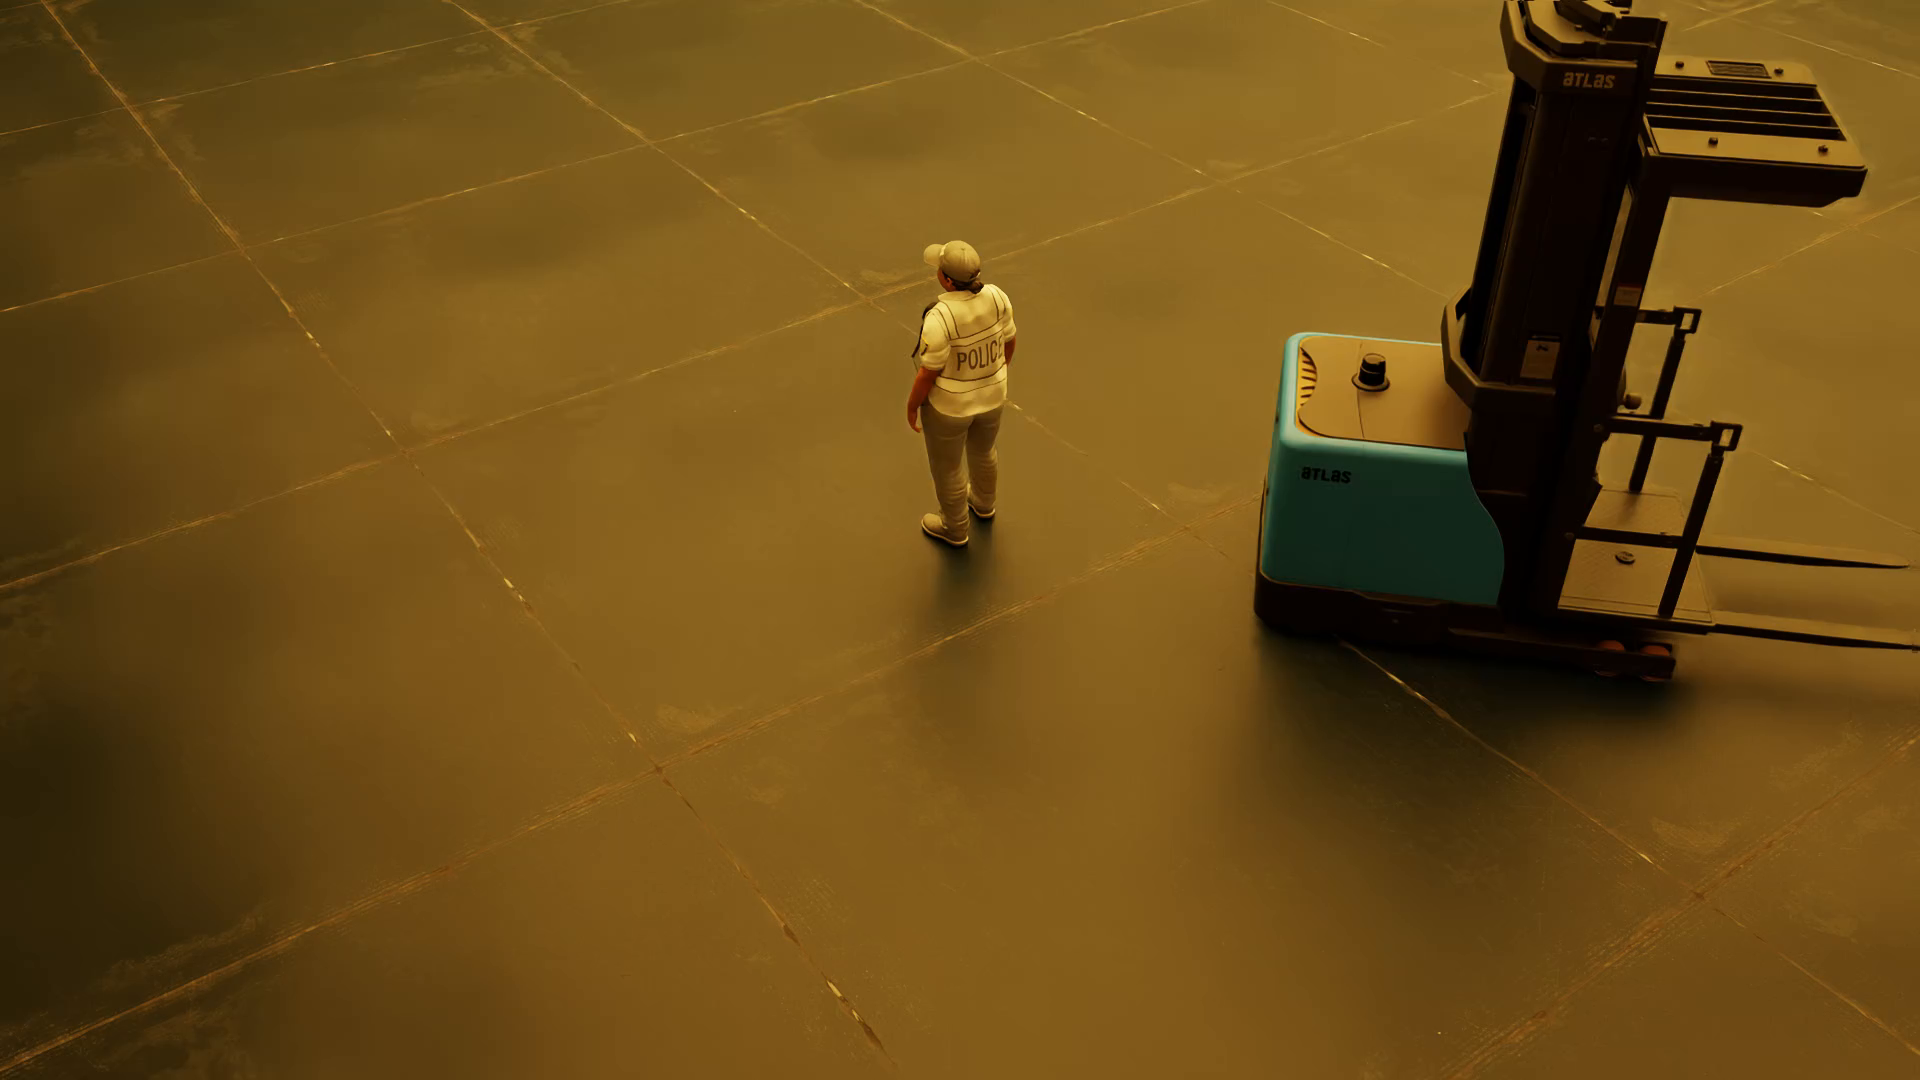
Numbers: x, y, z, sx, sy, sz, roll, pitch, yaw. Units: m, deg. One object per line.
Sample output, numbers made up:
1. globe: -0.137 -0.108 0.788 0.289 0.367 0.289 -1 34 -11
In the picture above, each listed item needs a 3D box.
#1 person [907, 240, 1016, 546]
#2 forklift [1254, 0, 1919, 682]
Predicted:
1. person: -0.026 -0.721 7.971 0.597 1.670 0.529 -23 42 -28
2. forklift: 2.953 -0.880 7.135 3.031 2.935 1.130 6 37 9
